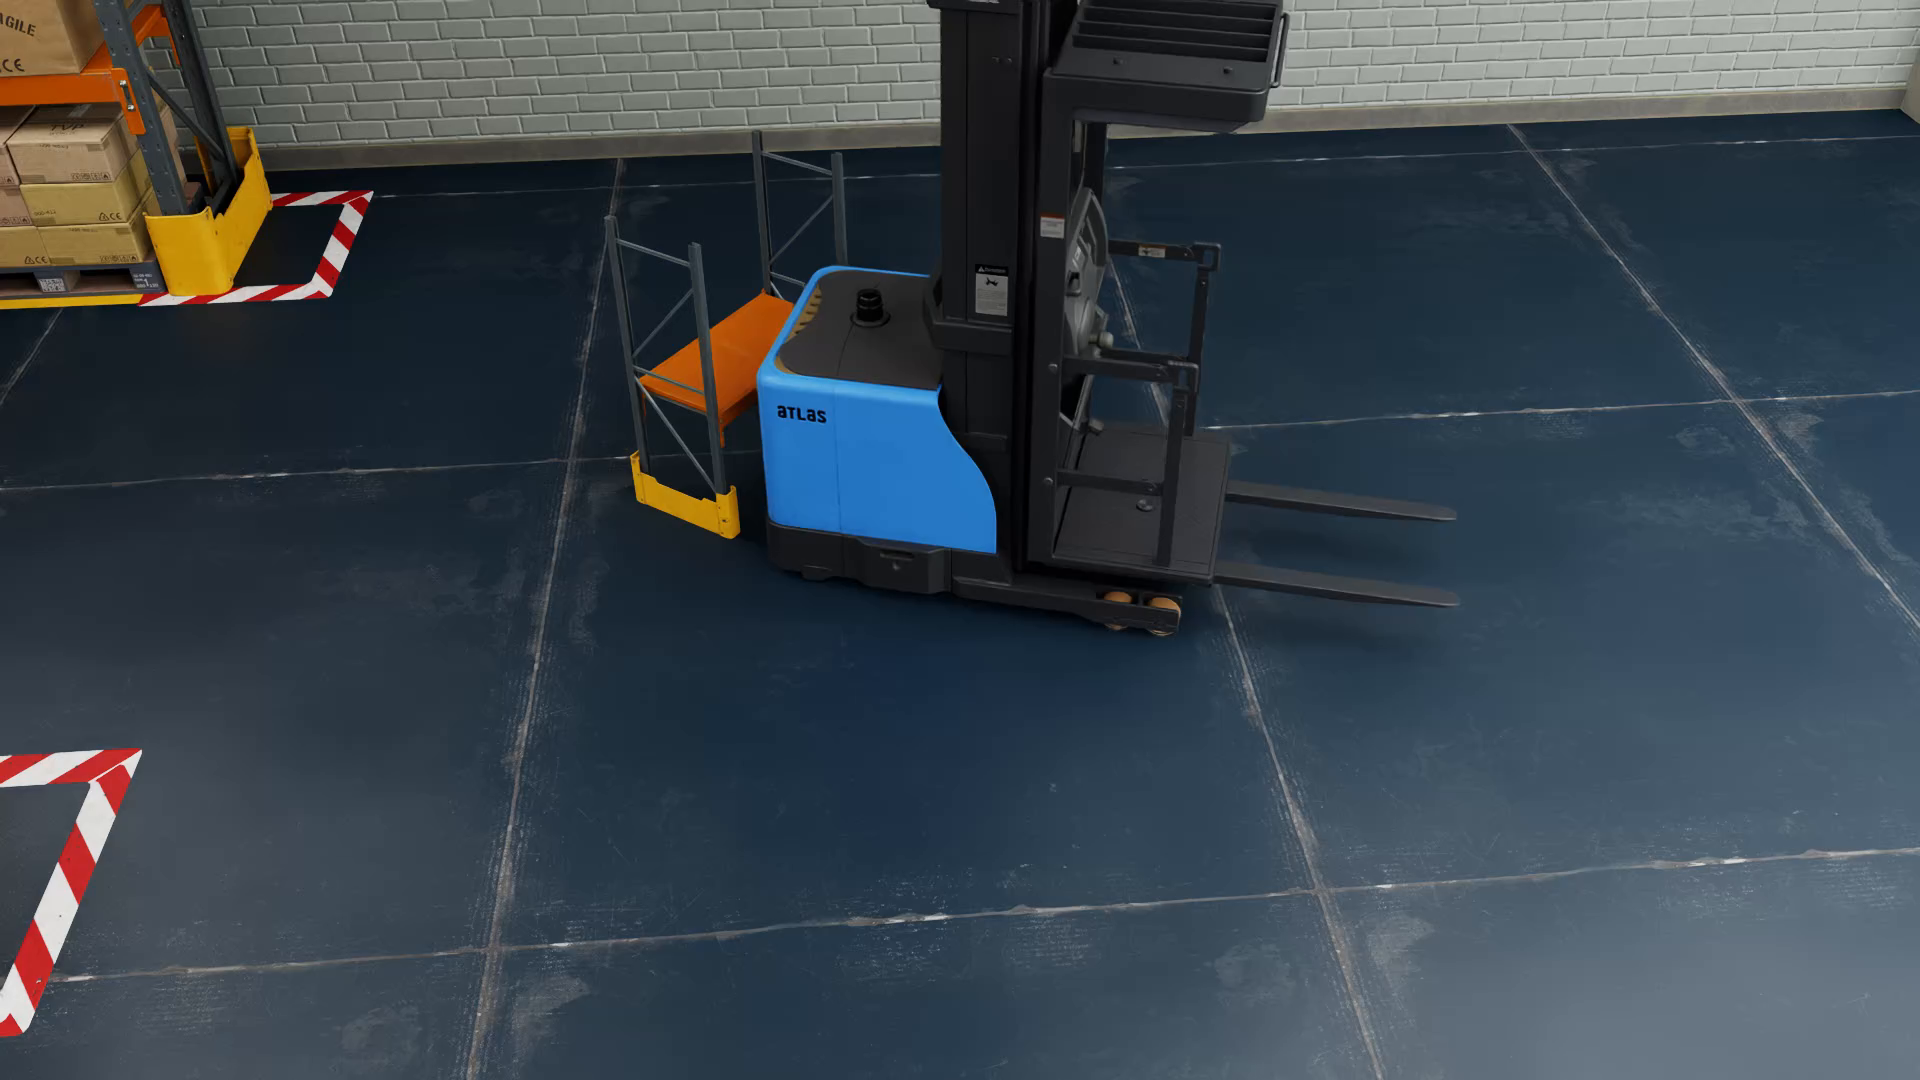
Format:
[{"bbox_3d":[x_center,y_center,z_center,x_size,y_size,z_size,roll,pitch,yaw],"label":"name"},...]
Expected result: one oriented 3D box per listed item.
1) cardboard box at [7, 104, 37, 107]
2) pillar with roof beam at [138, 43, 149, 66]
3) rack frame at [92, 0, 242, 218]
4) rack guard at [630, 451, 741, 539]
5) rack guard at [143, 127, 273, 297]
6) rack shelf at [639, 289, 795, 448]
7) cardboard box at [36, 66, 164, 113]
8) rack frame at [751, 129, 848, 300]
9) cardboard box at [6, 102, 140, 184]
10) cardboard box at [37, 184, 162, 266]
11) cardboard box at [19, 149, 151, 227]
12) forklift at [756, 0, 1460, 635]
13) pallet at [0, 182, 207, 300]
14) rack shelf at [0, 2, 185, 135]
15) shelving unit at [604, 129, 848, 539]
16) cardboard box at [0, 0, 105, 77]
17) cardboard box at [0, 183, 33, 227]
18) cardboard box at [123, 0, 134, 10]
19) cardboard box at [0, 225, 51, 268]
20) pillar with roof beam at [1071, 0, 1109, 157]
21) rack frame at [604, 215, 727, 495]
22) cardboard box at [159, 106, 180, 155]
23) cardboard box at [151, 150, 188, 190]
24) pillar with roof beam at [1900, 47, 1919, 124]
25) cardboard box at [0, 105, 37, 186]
[{"bbox_3d":[-5.438,-2.475,9.538,0.500,0.250,0.500,-3,38,-4],"label":"cardboard box"},{"bbox_3d":[-4.837,-3.153,4.481,0.400,9.000,9.100,-3,38,-4],"label":"pillar with roof beam"},{"bbox_3d":[-4.445,-2.936,9.049,0.127,3.000,1.000,-3,38,-4],"label":"rack frame"},{"bbox_3d":[-1.293,-0.217,7.823,0.587,0.250,0.087,21,43,25],"label":"rack guard"},{"bbox_3d":[-4.421,-1.956,9.825,0.348,0.500,1.175,-3,38,-4],"label":"rack guard"},{"bbox_3d":[-1.023,-0.832,7.884,0.538,0.185,1.000,21,43,25],"label":"rack shelf"},{"bbox_3d":[-4.940,-2.504,9.576,0.500,0.250,0.500,-4,38,-5],"label":"cardboard box"},{"bbox_3d":[-0.754,-1.240,8.111,0.500,1.500,0.032,21,43,25],"label":"rack frame"},{"bbox_3d":[-4.876,-2.196,9.185,0.500,0.250,0.500,-2,38,-2],"label":"cardboard box"},{"bbox_3d":[-4.885,-1.801,9.491,0.500,0.250,0.500,-3,38,-4],"label":"cardboard box"},{"bbox_3d":[-4.902,-1.998,9.338,0.500,0.250,0.500,-4,38,-5],"label":"cardboard box"},{"bbox_3d":[0.703,-1.098,6.775,3.031,2.935,1.130,8,39,9],"label":"forklift"},{"bbox_3d":[-5.203,-1.773,9.827,1.213,0.211,1.003,-3,38,-4],"label":"pallet"},{"bbox_3d":[-6.437,-2.544,9.133,4.000,0.370,1.077,-3,38,-4],"label":"rack shelf"},{"bbox_3d":[-1.028,-0.969,7.767,0.587,1.500,1.083,21,43,25],"label":"shelving unit"},{"bbox_3d":[-4.912,-2.786,8.779,0.500,0.500,0.500,-4,38,-5],"label":"cardboard box"},{"bbox_3d":[-5.402,-1.977,9.311,0.500,0.250,0.500,-3,38,-4],"label":"cardboard box"},{"bbox_3d":[-4.963,-3.119,9.201,0.500,0.500,0.500,-2,38,-3],"label":"cardboard box"},{"bbox_3d":[-5.381,-1.779,9.464,0.500,0.250,0.500,-3,38,-4],"label":"cardboard box"},{"bbox_3d":[1.140,-3.482,4.898,0.400,9.000,9.100,-3,38,-4],"label":"pillar with roof beam"},{"bbox_3d":[-1.293,-0.707,7.435,0.500,1.500,0.032,21,43,25],"label":"rack frame"},{"bbox_3d":[-4.931,-2.320,9.746,0.500,0.250,0.500,-2,38,-3],"label":"cardboard box"},{"bbox_3d":[-4.951,-2.115,9.890,0.500,0.250,0.500,-3,38,-4],"label":"cardboard box"},{"bbox_3d":[7.116,-3.811,5.315,0.400,9.000,9.100,-3,38,-4],"label":"pillar with roof beam"},{"bbox_3d":[-5.384,-2.164,9.145,0.500,0.250,0.500,-2,38,-3],"label":"cardboard box"}]
